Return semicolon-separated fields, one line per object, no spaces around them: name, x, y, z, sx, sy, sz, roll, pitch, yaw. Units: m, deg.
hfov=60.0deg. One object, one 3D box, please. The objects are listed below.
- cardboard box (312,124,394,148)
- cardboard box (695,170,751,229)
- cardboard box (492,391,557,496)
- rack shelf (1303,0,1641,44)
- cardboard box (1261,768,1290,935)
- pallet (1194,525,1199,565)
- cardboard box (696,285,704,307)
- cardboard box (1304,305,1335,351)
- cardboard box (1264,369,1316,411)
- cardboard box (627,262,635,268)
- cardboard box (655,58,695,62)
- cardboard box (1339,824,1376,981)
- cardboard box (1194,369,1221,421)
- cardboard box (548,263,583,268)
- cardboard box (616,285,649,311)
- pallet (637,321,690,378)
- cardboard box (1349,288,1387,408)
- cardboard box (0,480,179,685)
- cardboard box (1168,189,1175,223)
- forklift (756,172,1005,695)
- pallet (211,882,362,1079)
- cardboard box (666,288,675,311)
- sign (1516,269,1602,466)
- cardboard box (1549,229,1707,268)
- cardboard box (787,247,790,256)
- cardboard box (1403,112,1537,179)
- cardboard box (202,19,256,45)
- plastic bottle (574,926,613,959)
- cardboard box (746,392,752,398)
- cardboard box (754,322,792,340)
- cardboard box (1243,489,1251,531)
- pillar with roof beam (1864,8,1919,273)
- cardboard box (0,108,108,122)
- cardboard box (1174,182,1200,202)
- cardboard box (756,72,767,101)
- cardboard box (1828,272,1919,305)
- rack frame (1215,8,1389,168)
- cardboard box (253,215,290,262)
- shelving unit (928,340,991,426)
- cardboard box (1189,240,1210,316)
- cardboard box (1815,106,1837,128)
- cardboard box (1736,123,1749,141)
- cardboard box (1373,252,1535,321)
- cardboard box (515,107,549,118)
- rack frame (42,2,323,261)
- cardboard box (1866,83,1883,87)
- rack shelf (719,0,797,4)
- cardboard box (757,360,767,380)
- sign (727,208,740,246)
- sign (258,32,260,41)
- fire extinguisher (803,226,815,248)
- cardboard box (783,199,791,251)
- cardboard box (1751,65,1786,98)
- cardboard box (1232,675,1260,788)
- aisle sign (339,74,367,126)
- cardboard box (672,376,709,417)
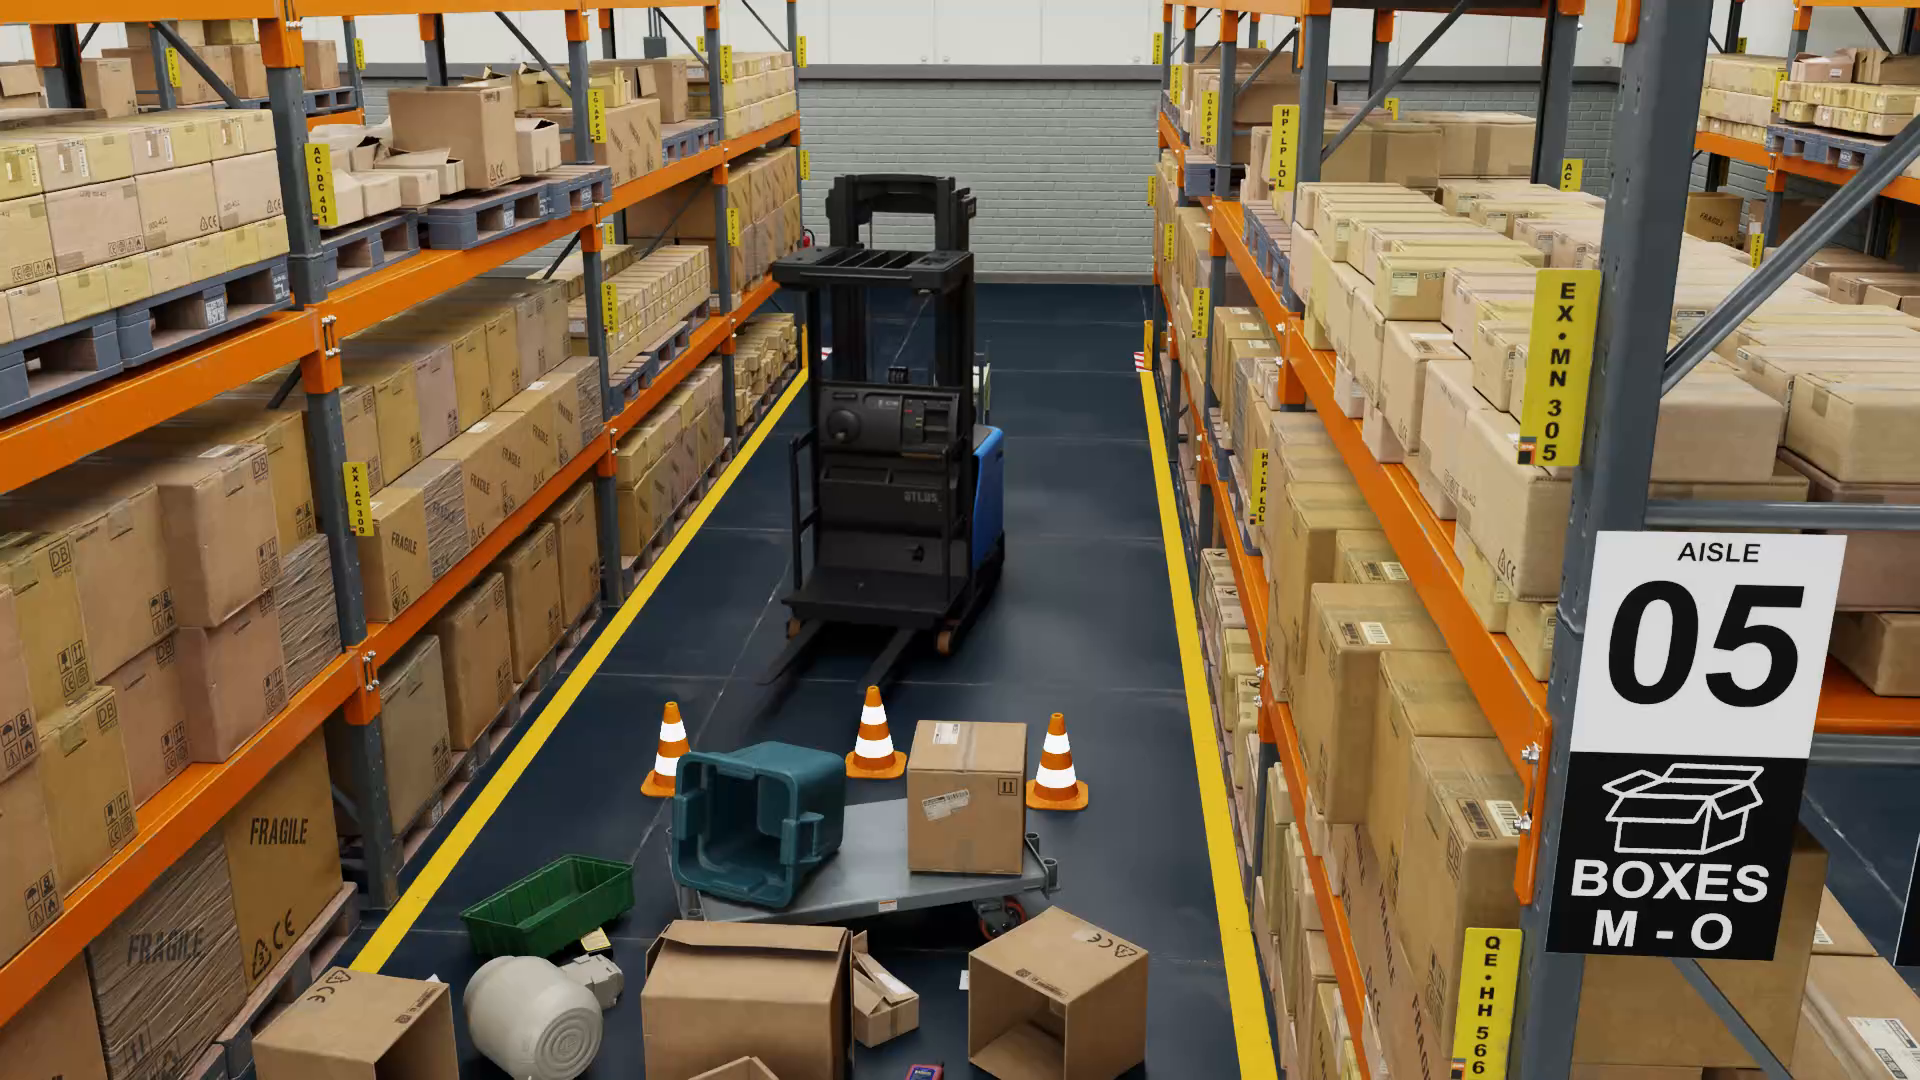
cardboard box;-3.185;-2.073;8.923;0.500;0.311;0.500;1;18;3
cardboard box;-2.257;-3.180;15.567;0.500;0.500;0.500;1;18;2
cardboard box;-2.679;-0.569;9.683;0.500;0.500;0.500;1;18;3
rack shelf;1.673;-1.543;4.340;1.077;0.370;4.000;1;18;4
cardboard box;1.505;1.271;6.763;0.500;0.500;0.500;2;18;7
pallet;2.235;0.183;12.025;1.003;0.211;1.213;1;18;4
cardboard box;-2.403;-2.092;14.219;0.380;0.149;0.250;1;18;4
cardboard box;1.473;-0.791;6.106;0.380;0.149;0.250;1;18;4
cardboard box;1.661;-0.716;7.936;0.380;0.149;0.250;1;18;2
cardboard box;-3.041;-2.330;14.467;0.380;0.149;0.250;2;18;5
cardboard box;-2.738;-4.507;15.841;0.380;0.149;0.250;1;18;4
cardboard box;1.374;0.912;4.686;0.500;0.500;0.500;1;18;4
cardboard box;1.881;-0.990;11.369;0.500;0.250;0.500;1;18;2
cardboard box;-3.114;-2.148;13.434;0.380;0.149;0.250;1;18;3
cardboard box;-2.539;-1.806;12.391;0.380;0.149;0.250;2;18;6
pallet;-2.740;-1.502;12.999;1.003;0.211;1.213;1;18;4
cardboard box;1.401;-0.549;4.727;0.500;0.250;0.500;1;18;4
cardboard box;-3.288;0.132;5.728;0.875;0.550;0.550;1;18;4
cardboard box;2.193;-2.974;15.415;0.500;0.500;0.500;1;18;3
forklift;-0.510;-0.781;10.601;1.130;2.935;3.031;4;19;13
pallet;-3.261;1.824;7.018;1.003;0.211;1.213;1;18;4
cardboard box;-2.477;-1.904;13.169;0.380;0.149;0.250;1;18;4
sign;0.978;-0.279;2.718;0.100;0.325;0.005;1;18;4
cardboard box;1.986;-0.834;4.956;0.380;0.149;0.250;1;18;5
cardboard box;-2.064;-3.159;18.151;0.380;0.149;0.250;1;18;4
cardboard box;2.284;-1.775;7.470;0.500;0.250;0.500;1;18;3
cardboard box;-7.363;-5.054;16.512;0.500;0.250;0.500;1;18;2
plastic bottle;-1.642;1.780;7.392;0.133;0.061;0.283;-9;20;-25
cardboard box;-2.223;-1.332;16.075;0.380;0.149;0.250;1;18;4
cardboard box;-2.020;-2.260;17.951;0.380;0.149;0.250;1;18;3
cardboard box;1.612;-0.144;8.275;0.380;0.149;0.250;1;18;4
pillar with roof beam;3.996;-5.175;14.263;9.100;9.000;0.400;1;18;4
cardboard box;-3.493;-1.562;6.344;0.380;0.149;0.250;1;18;4
cardboard box;2.095;-3.075;14.681;0.380;0.149;0.250;1;18;3
cardboard box;-2.170;-4.431;16.250;0.500;0.250;0.500;0;18;2
cardboard box;6.990;-1.729;12.547;0.700;0.500;0.500;1;18;4
rack frame;2.103;-3.750;9.915;1.000;3.000;0.127;1;18;4
cardboard box;-2.835;-1.168;6.423;0.380;0.149;0.250;1;18;4
shelving unit;0.000;-0.711;12.683;0.431;1.500;0.755;1;18;4
cardboard box;1.950;-1.902;12.143;0.500;0.500;0.500;1;18;4
cardboard box;6.846;-3.264;12.817;0.380;0.149;0.250;2;18;5
cardboard box;7.121;-3.615;14.724;0.380;0.149;0.250;2;18;6
cardboard box;1.336;-0.688;4.510;0.380;0.149;0.250;2;18;5
cardboard box;-3.054;-2.634;11.166;0.500;0.500;0.500;1;18;4
rack frame;-3.128;-2.586;6.365;1.000;3.000;0.127;1;18;4
cardboard box;7.440;-3.550;13.213;0.380;0.149;0.250;1;18;4
rack shelf;-2.411;-5.349;15.956;1.077;0.370;4.000;1;18;4
cardboard box;-2.152;-1.715;16.765;0.380;0.149;0.250;1;18;3
sign;-2.001;-2.759;14.667;0.100;0.325;0.005;1;18;4
sign;-7.761;-5.497;18.535;0.100;0.325;0.005;1;18;4
fire extinguisher;-1.789;-3.317;18.950;0.296;0.674;0.183;1;18;4
cardboard box;-2.085;-3.346;17.680;0.500;0.500;0.500;1;18;3
cardboard box;7.137;-3.927;14.232;0.500;0.250;0.500;1;18;4
cardboard box;1.900;1.006;8.580;0.950;0.372;0.625;2;18;7
aisle sign;-6.903;-4.856;18.750;0.394;0.787;0.004;1;18;4
cardboard box;-2.406;-1.192;13.879;0.500;0.250;0.500;2;18;7
